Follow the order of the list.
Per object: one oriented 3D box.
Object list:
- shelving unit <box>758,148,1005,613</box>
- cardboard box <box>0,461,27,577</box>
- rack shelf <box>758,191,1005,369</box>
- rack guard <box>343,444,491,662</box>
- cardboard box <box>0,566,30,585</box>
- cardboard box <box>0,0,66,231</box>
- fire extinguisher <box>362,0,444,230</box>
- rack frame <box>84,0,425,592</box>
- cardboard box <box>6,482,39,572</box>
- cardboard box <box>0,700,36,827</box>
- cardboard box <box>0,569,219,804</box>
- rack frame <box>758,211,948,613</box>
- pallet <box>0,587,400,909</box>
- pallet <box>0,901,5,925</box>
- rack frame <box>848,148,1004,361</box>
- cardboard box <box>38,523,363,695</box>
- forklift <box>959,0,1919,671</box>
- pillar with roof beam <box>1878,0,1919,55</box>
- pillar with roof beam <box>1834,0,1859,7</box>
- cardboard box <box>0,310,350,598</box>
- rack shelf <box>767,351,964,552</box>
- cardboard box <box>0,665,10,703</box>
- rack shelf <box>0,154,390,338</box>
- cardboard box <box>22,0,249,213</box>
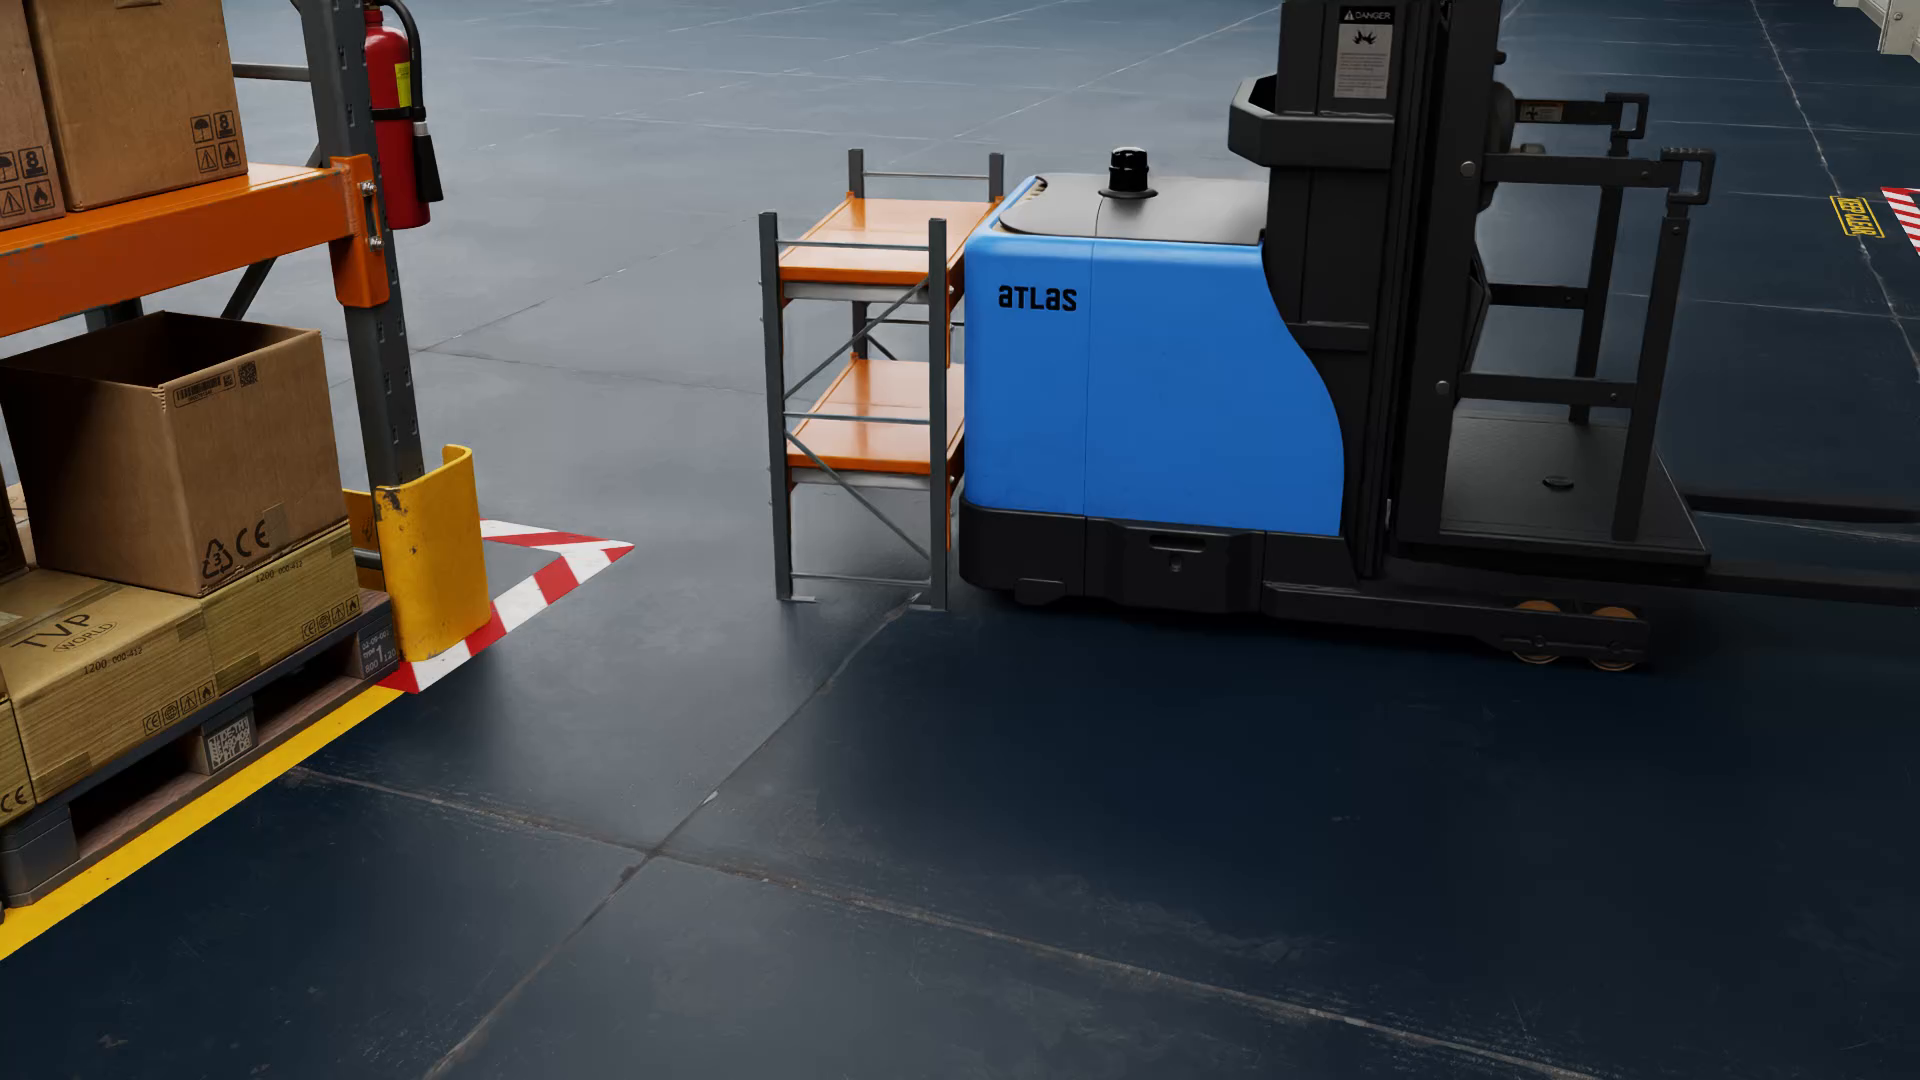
[{"bbox_3d":[-0.197,-0.526,5.049,0.538,1.125,1.048,4,23,9],"label":"shelving unit"},{"bbox_3d":[-2.514,-0.117,3.688,0.500,0.500,0.500,9,24,20],"label":"cardboard box"},{"bbox_3d":[-0.197,-0.796,4.936,0.538,0.278,1.000,4,23,9],"label":"rack shelf"},{"bbox_3d":[-1.915,-0.040,4.698,1.175,0.500,0.348,9,24,20],"label":"rack guard"},{"bbox_3d":[-2.512,0.229,3.832,0.500,0.250,0.500,9,24,20],"label":"cardboard box"},{"bbox_3d":[-2.300,-0.877,3.329,0.700,0.500,0.500,9,24,21],"label":"cardboard box"},{"bbox_3d":[-1.449,-1.125,4.152,0.296,0.674,0.183,9,24,20],"label":"fire extinguisher"},{"bbox_3d":[-1.924,-1.185,4.195,1.000,3.000,0.127,9,24,20],"label":"rack frame"},{"bbox_3d":[-2.330,0.050,4.261,0.500,0.250,0.500,9,24,20],"label":"cardboard box"},{"bbox_3d":[-2.208,0.484,3.222,0.500,0.250,0.500,9,24,20],"label":"cardboard box"},{"bbox_3d":[-2.024,0.305,3.651,0.500,0.250,0.500,9,24,20],"label":"cardboard box"},{"bbox_3d":[-0.284,-0.333,4.587,0.500,1.125,0.032,4,23,9],"label":"rack frame"},{"bbox_3d":[-2.170,0.381,4.063,1.003,0.211,1.213,9,24,20],"label":"pallet"},{"bbox_3d":[-2.624,0.816,3.022,1.003,0.211,1.213,9,24,20],"label":"pallet"},{"bbox_3d":[-0.109,-0.719,5.511,0.500,1.125,0.032,4,23,9],"label":"rack frame"},{"bbox_3d":[-1.849,0.124,4.084,0.500,0.250,0.500,9,24,20],"label":"cardboard box"},{"bbox_3d":[1.570,-1.229,4.389,3.031,2.935,1.130,5,23,11],"label":"forklift"},{"bbox_3d":[5.909,-9.929,17.345,9.100,9.000,0.400,9,24,20],"label":"pillar with roof beam"},{"bbox_3d":[8.137,-12.076,22.485,9.100,9.000,0.400,9,24,20],"label":"pillar with roof beam"},{"bbox_3d":[-1.847,-0.222,3.938,0.500,0.500,0.500,9,24,20],"label":"cardboard box"},{"bbox_3d":[-0.197,-0.300,5.143,0.538,0.278,1.000,4,23,9],"label":"rack shelf"},{"bbox_3d":[-2.205,0.138,3.077,0.500,0.500,0.500,9,24,20],"label":"cardboard box"},{"bbox_3d":[-2.667,-0.137,2.621,1.077,0.370,4.000,9,24,20],"label":"rack shelf"},{"bbox_3d":[-2.110,-1.066,3.780,0.700,0.500,0.500,9,24,20],"label":"cardboard box"}]
